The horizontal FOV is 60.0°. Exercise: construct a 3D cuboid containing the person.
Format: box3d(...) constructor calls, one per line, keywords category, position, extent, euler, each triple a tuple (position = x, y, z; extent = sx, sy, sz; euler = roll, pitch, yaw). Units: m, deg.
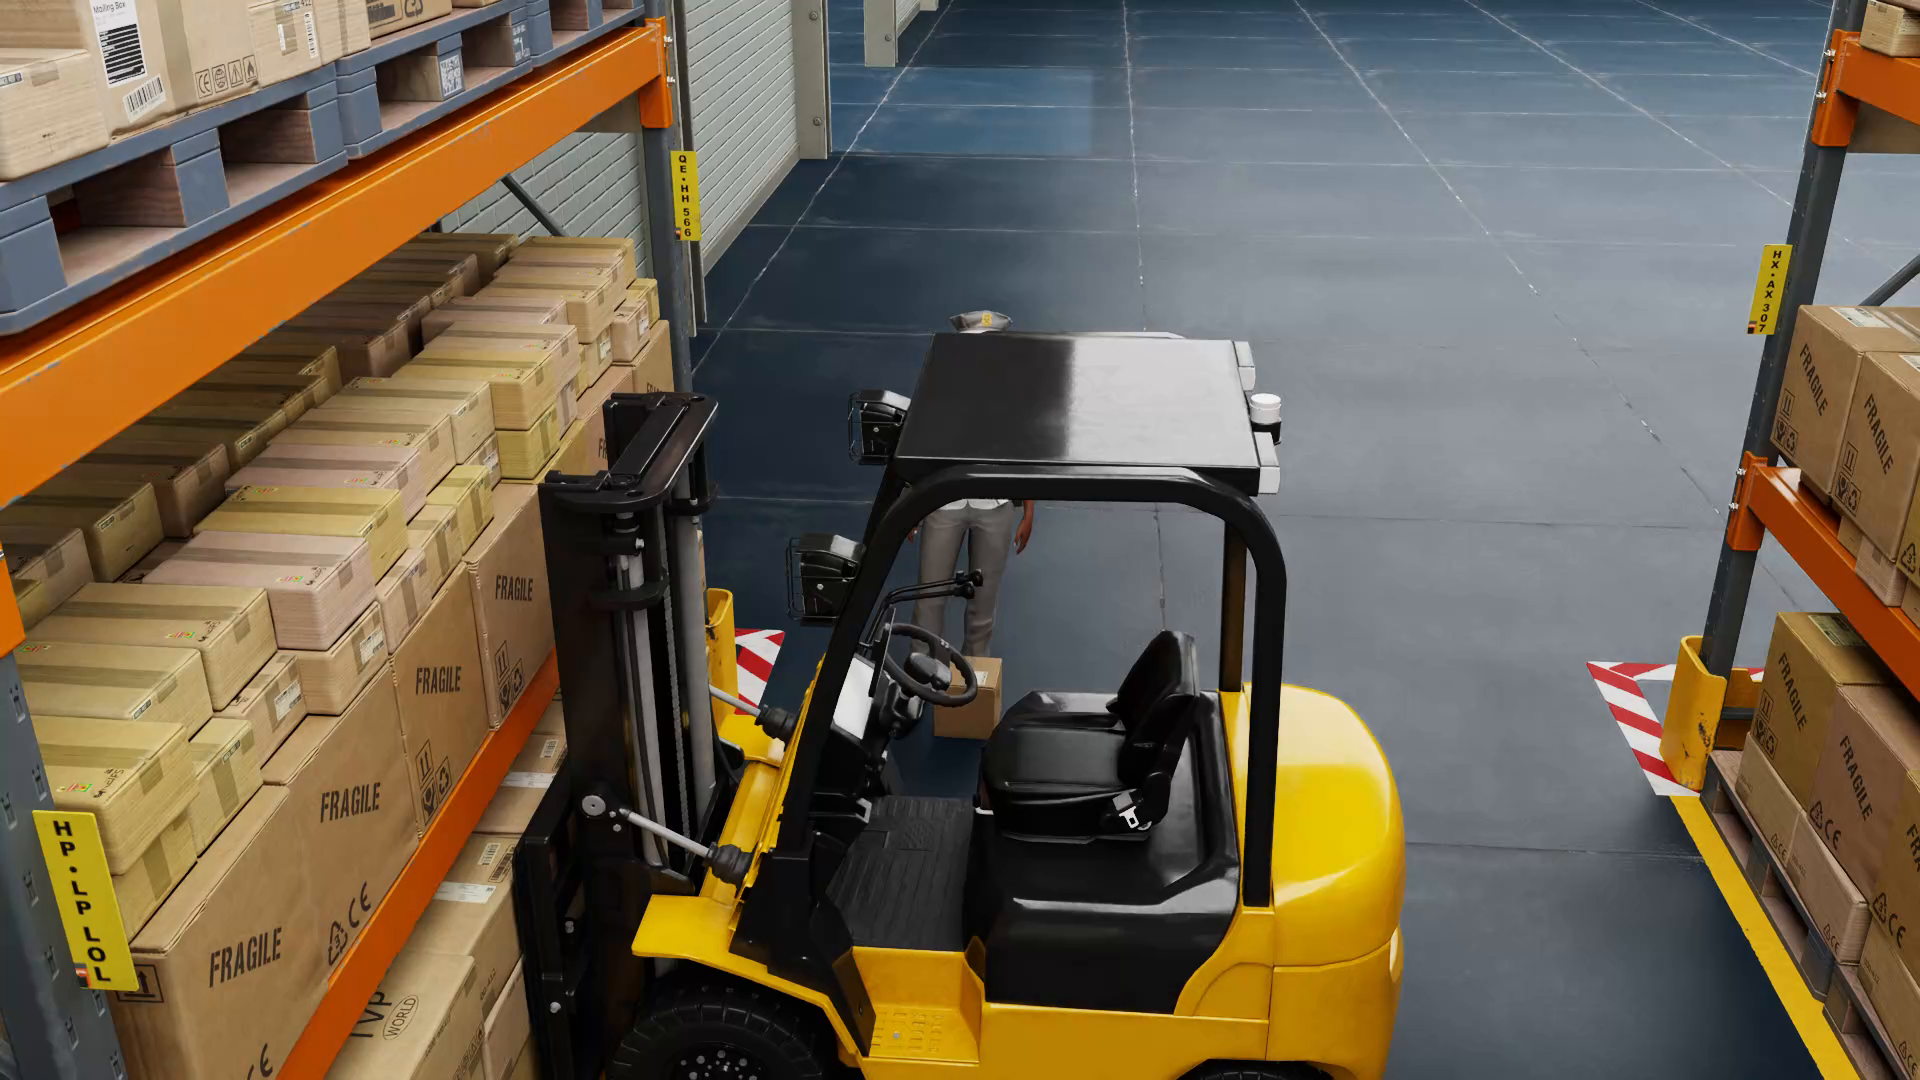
box3d(category="person", position=(0.018, -0.100, 6.761), extent=(0.570, 1.695, 0.529), euler=(2, 25, 4))
